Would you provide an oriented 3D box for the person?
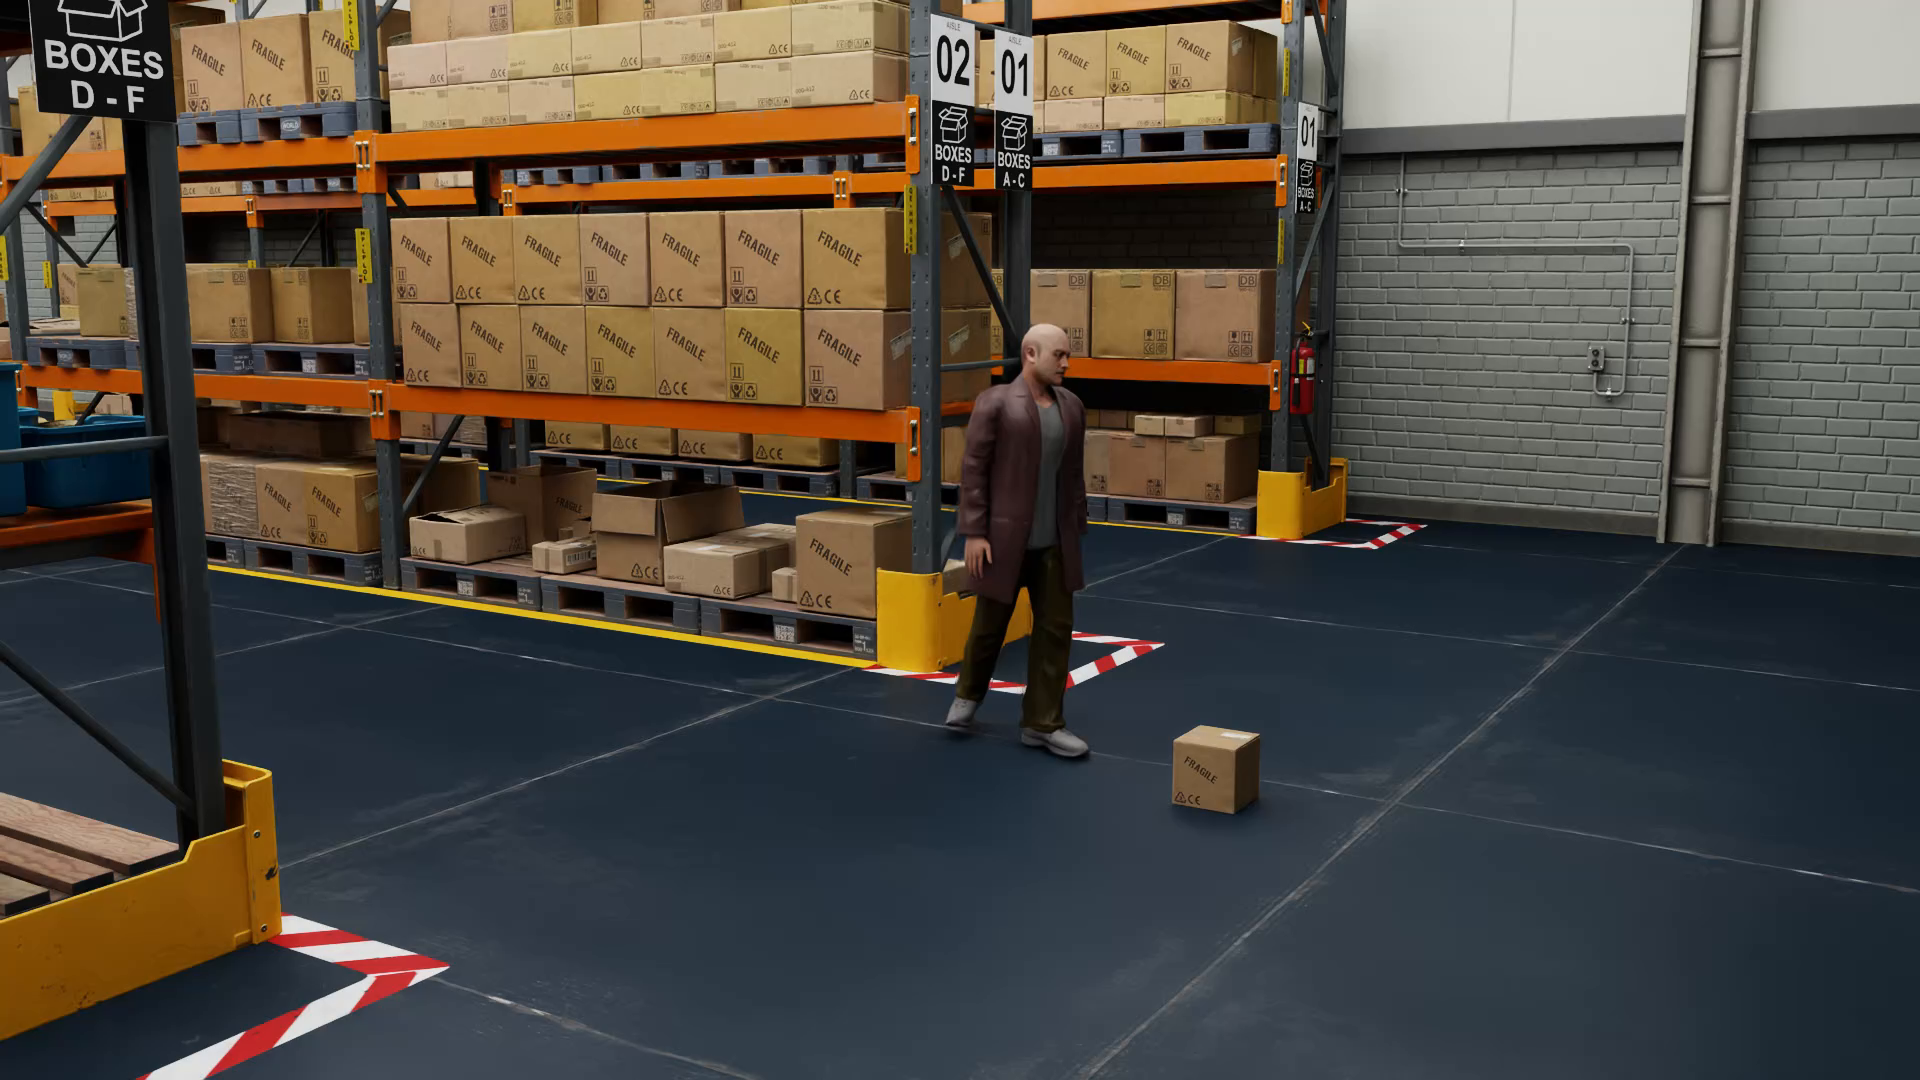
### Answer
[{"bbox_3d":[0.243,-0.014,6.971,0.612,1.773,0.748,-4,10,-25],"label":"person"}]
